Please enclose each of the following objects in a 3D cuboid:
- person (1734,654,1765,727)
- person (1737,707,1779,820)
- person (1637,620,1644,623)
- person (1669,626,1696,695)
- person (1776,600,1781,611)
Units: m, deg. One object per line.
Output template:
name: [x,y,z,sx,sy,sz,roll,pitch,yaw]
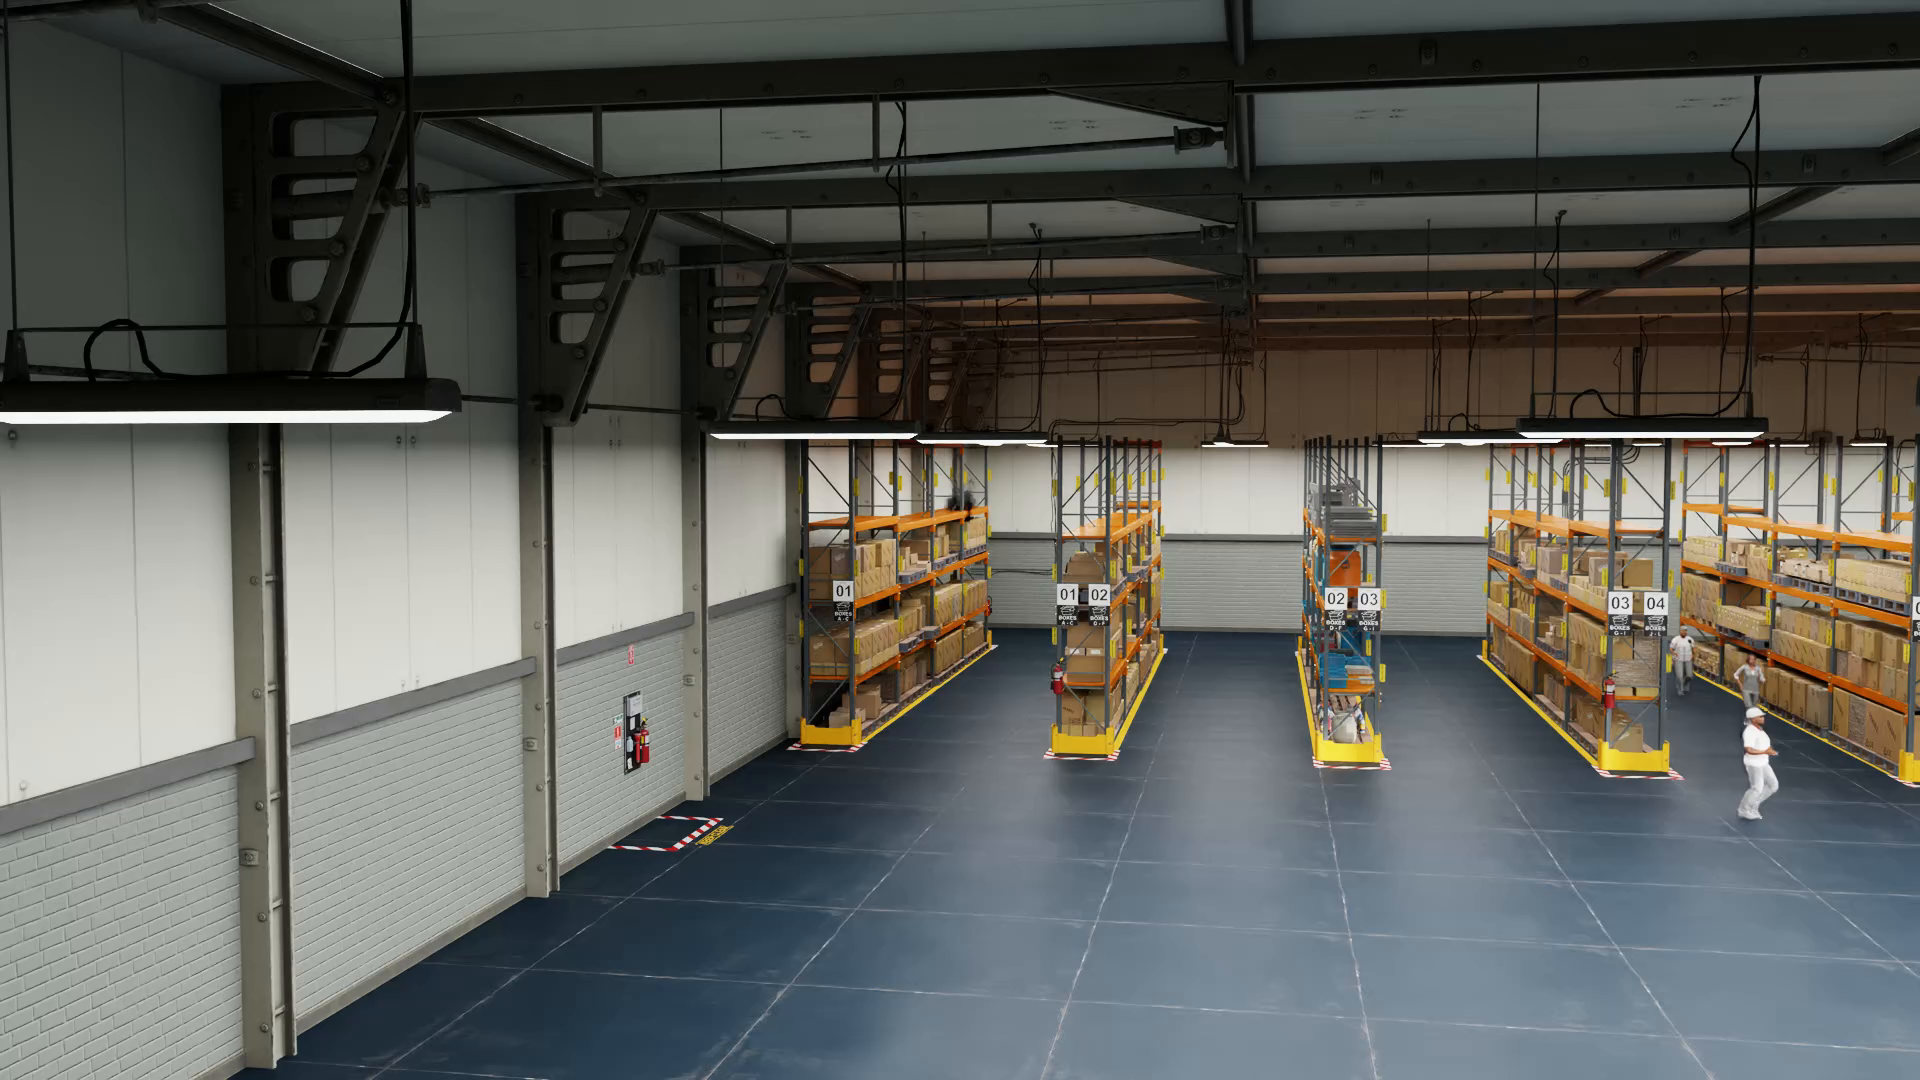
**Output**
person: [15.910,3.090,33.462,0.532,1.609,0.781,0,3,6]
person: [12.337,3.460,25.631,0.629,1.754,0.680,3,4,43]
person: [18.004,2.489,44.684,0.730,1.650,0.851,1,3,24]
person: [16.876,2.814,38.790,0.601,1.619,0.515,1,3,14]
person: [22.275,2.454,45.384,0.919,1.659,0.607,1,3,12]
